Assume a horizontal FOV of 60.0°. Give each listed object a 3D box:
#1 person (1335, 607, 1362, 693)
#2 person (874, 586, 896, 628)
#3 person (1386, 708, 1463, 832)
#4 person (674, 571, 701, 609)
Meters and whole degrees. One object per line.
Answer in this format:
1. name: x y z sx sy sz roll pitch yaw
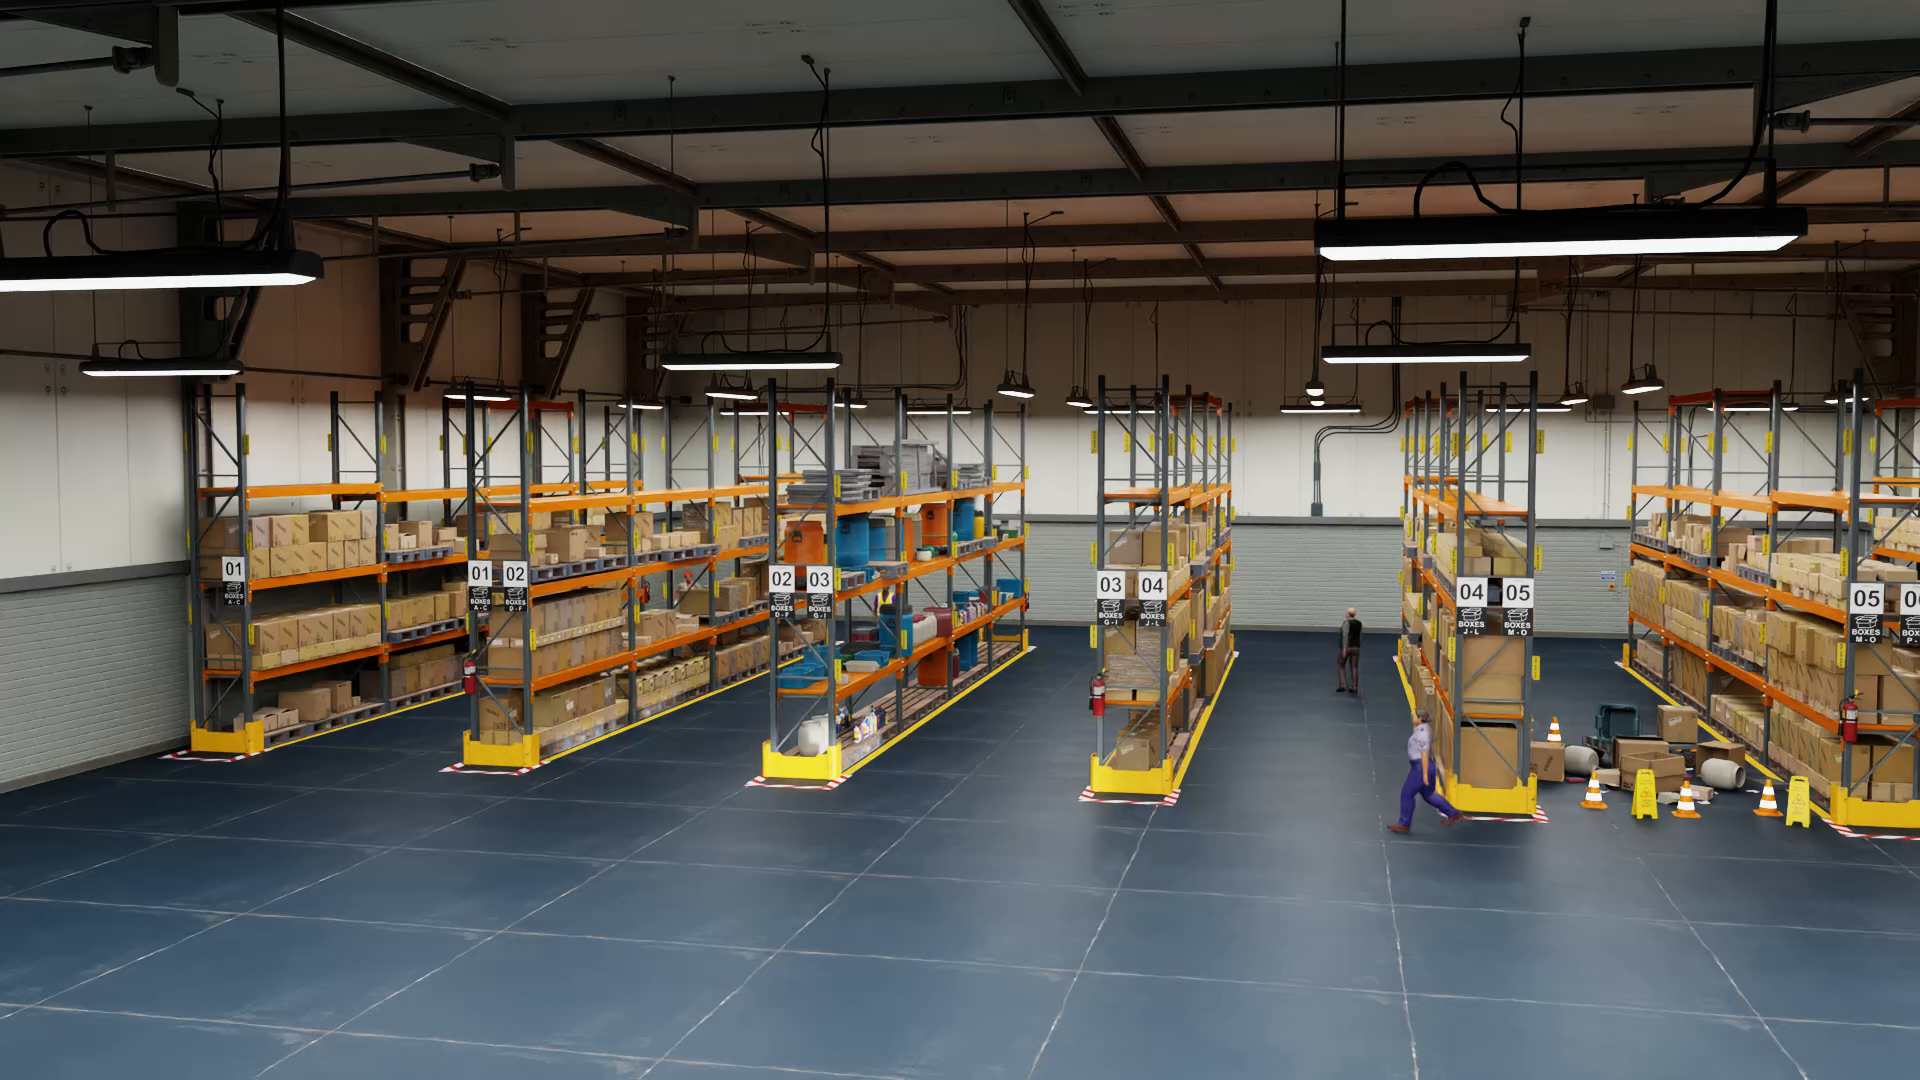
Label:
1. person: 7.896 2.247 33.518 0.524 1.759 0.565 0 3 -8
2. person: -1.789 1.847 40.084 0.593 1.706 1.105 0 3 2
3. person: 6.005 2.968 21.442 0.962 1.590 0.480 1 3 14
4. person: -6.955 1.692 42.692 0.748 1.797 0.813 -1 3 -16
